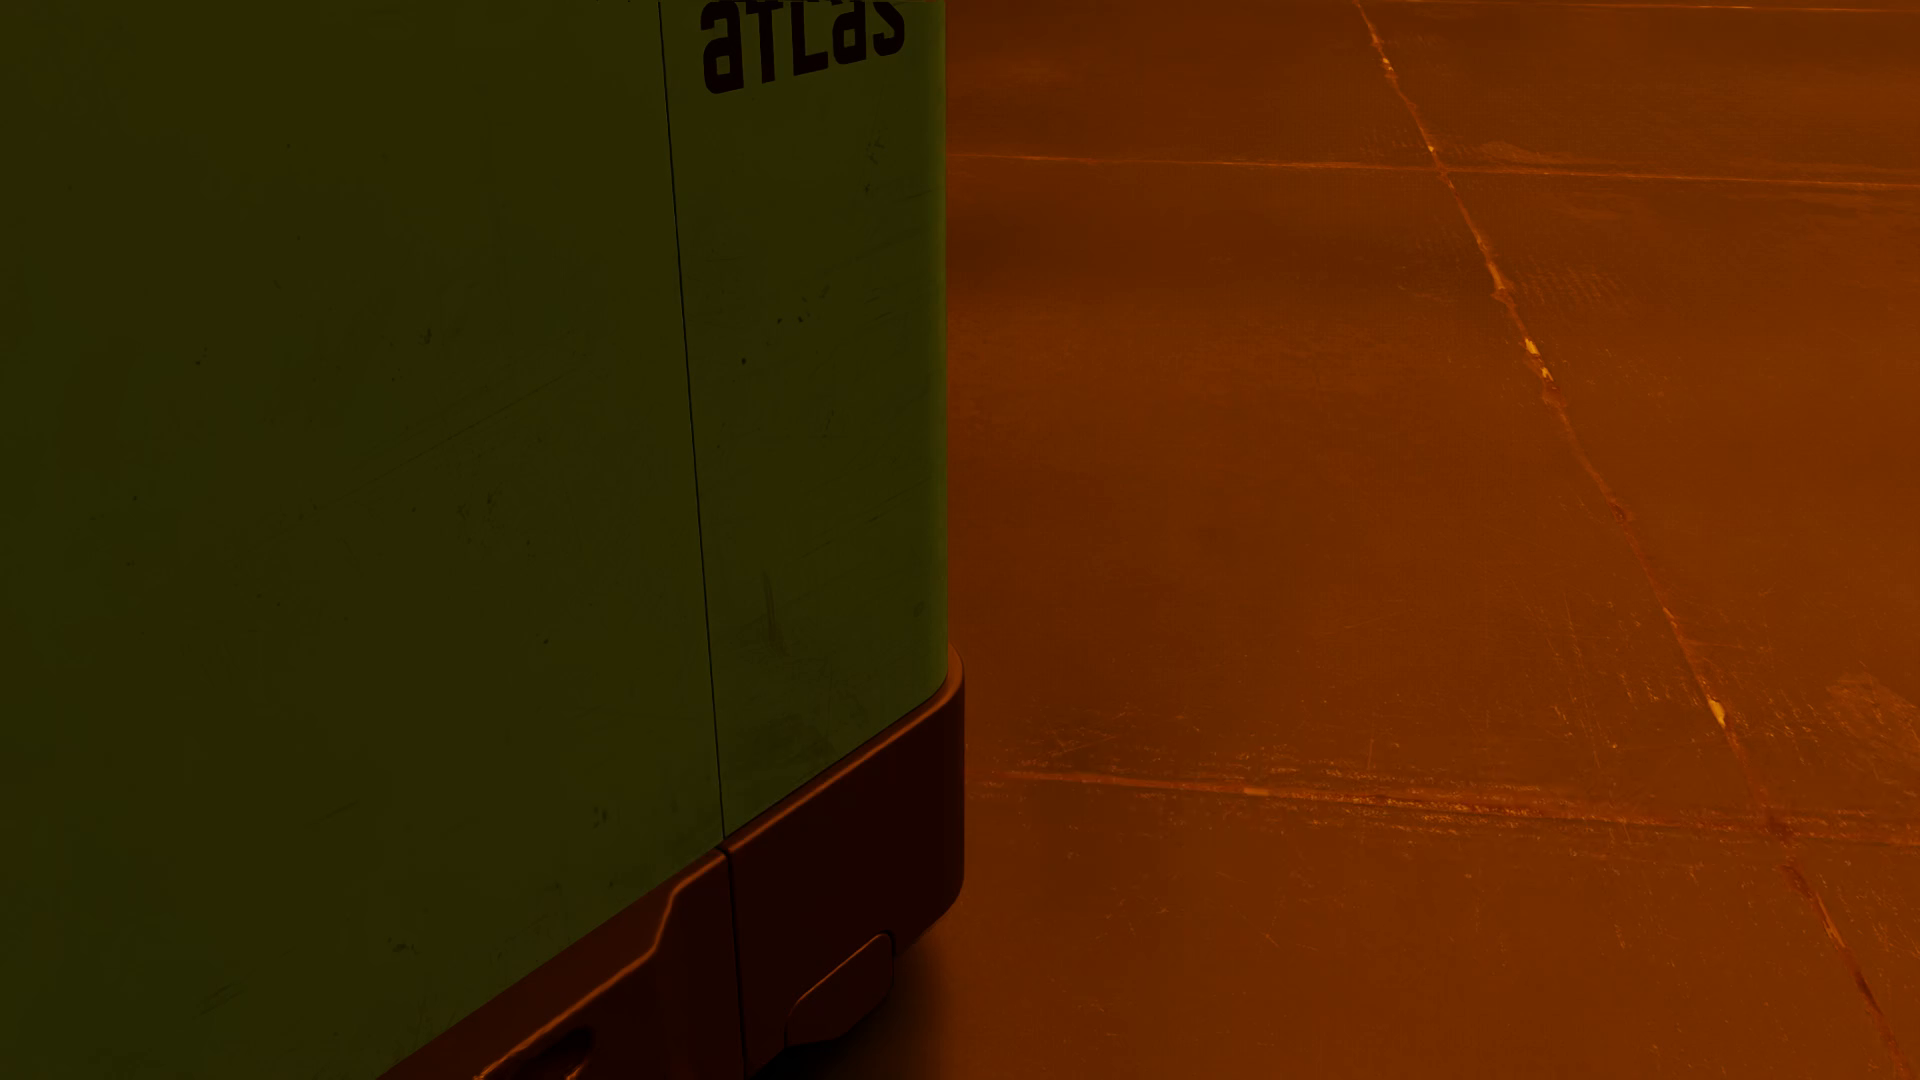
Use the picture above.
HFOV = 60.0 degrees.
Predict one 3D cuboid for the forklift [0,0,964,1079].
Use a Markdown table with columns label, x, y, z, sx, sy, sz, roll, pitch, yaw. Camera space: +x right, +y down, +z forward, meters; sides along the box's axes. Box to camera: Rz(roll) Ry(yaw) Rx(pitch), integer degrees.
| label | x | y | z | sx | sy | sz | roll | pitch | yaw |
| --- | --- | --- | --- | --- | --- | --- | --- | --- | --- |
| forklift | -1.287 | -0.524 | 0.268 | 1.130 | 2.935 | 3.031 | 19 | 32 | 33 |
